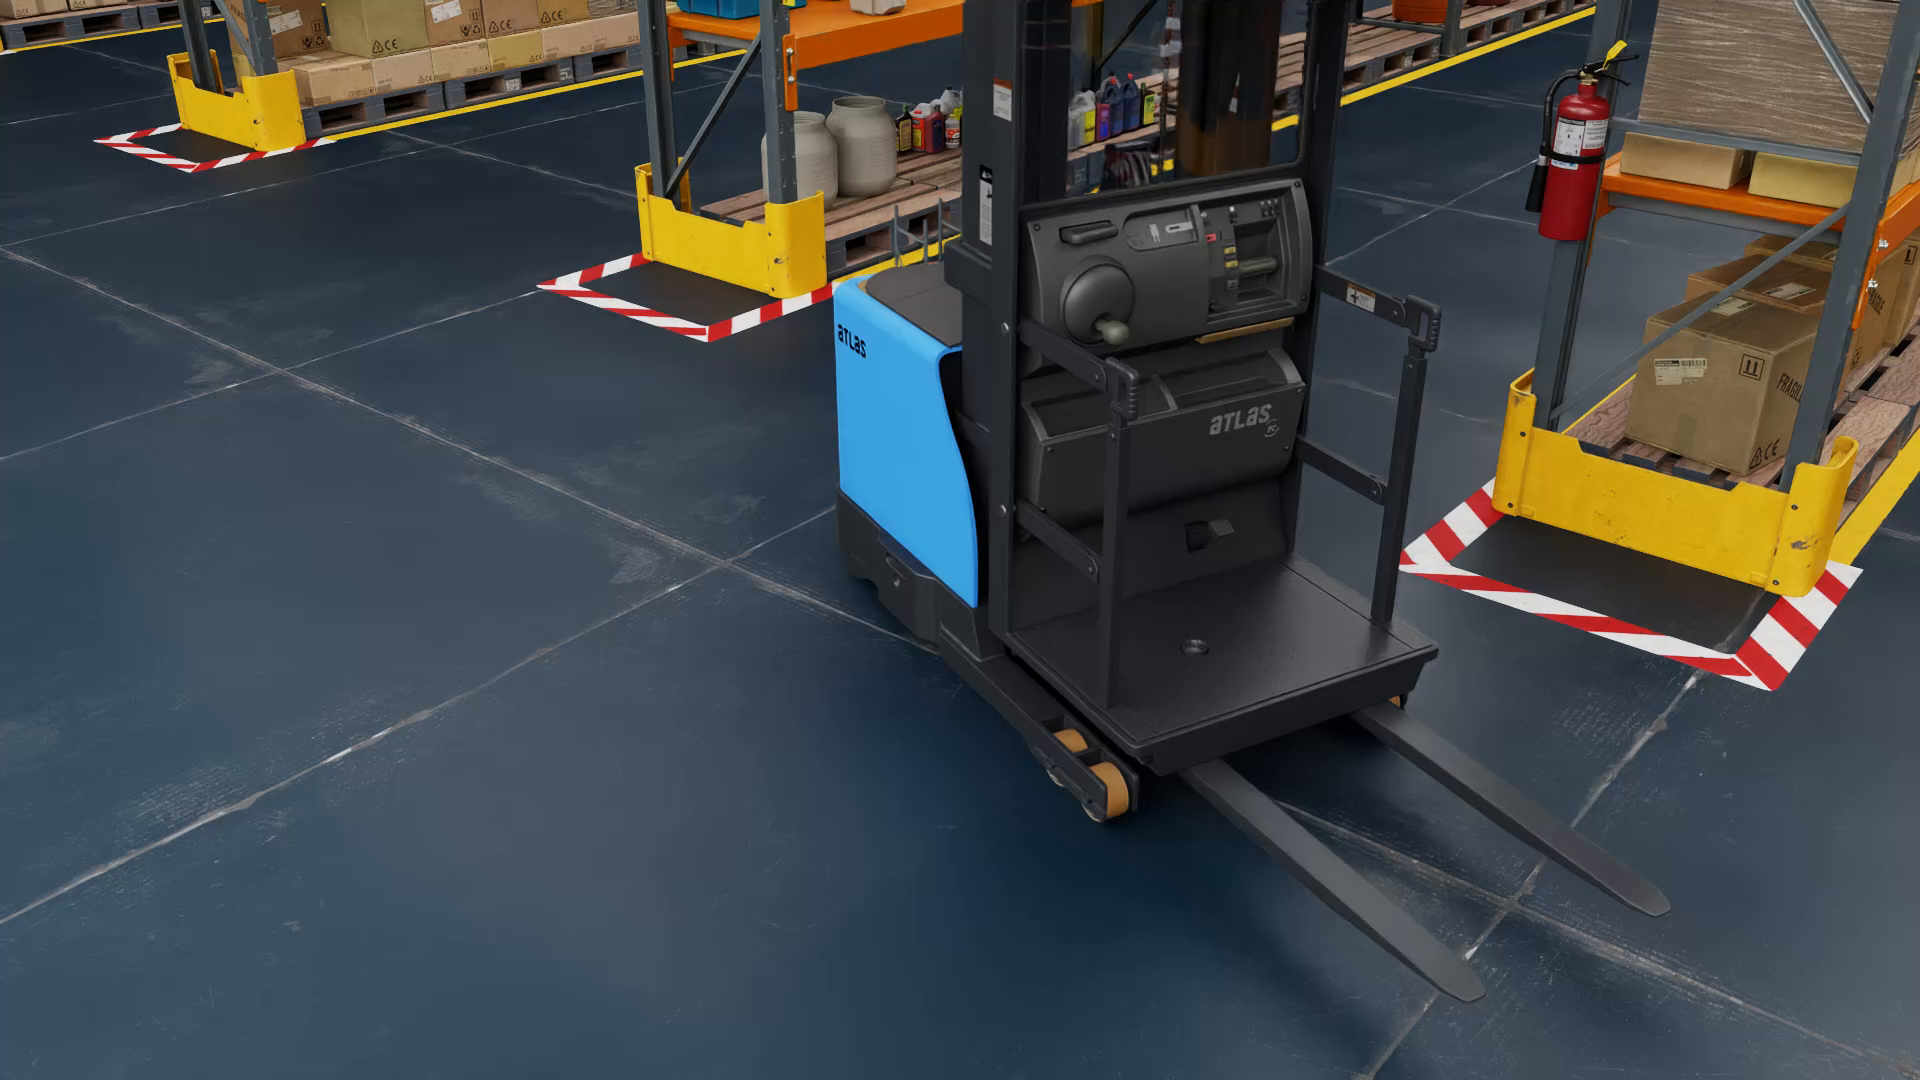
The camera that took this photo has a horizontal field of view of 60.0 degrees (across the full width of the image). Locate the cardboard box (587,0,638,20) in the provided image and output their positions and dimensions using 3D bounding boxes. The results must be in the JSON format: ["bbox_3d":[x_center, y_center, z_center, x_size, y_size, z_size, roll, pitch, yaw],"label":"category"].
[{"bbox_3d":[-2.986,-4.534,13.469,0.500,0.500,0.500,21,34,34],"label":"cardboard box"}]

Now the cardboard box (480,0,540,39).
[{"bbox_3d":[-3.608,-4.174,12.773,0.500,0.500,0.500,21,34,34],"label":"cardboard box"}]

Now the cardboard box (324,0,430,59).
[{"bbox_3d":[-4.247,-3.821,12.091,0.500,0.500,0.500,21,34,34],"label":"cardboard box"}]

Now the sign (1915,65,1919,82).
[{"bbox_3d":[2.984,-1.549,5.038,0.100,0.325,0.005,21,34,34],"label":"sign"}]

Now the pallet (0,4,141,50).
[{"bbox_3d":[-8.309,-4.732,15.168,1.003,0.211,1.213,21,34,34],"label":"pallet"}]

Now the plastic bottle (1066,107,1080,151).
[{"bbox_3d":[0.666,-2.623,10.541,0.152,0.276,0.135,21,34,35],"label":"plastic bottle"}]

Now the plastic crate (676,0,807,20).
[{"bbox_3d":[-1.169,-2.970,8.887,0.499,0.251,0.616,21,34,34],"label":"plastic crate"}]

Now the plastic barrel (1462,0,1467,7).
[{"bbox_3d":[4.420,-5.093,15.082,0.421,0.512,0.421,0,27,0],"label":"plastic barrel"}]

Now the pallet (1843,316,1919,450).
[{"bbox_3d":[3.934,-0.820,7.605,1.003,0.211,1.213,21,34,34],"label":"pallet"}]

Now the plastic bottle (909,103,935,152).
[{"bbox_3d":[-0.245,-2.617,10.530,0.152,0.276,0.135,21,34,35],"label":"plastic bottle"}]

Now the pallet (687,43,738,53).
[{"bbox_3d":[-2.094,-4.672,15.051,1.003,0.211,1.213,21,34,34],"label":"pallet"}]

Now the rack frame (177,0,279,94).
[{"bbox_3d":[-5.077,-4.220,11.142,1.000,3.000,0.127,21,34,34],"label":"rack frame"}]

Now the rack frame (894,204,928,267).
[{"bbox_3d":[-0.175,-0.625,6.150,0.006,1.200,0.240,-15,31,-26],"label":"rack frame"}]

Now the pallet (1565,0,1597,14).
[{"bbox_3d":[5.853,-5.525,16.701,1.003,0.211,1.213,21,34,34],"label":"pallet"}]

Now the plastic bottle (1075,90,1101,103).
[{"bbox_3d":[0.848,-2.828,10.938,0.152,0.276,0.135,21,34,34],"label":"plastic bottle"}]

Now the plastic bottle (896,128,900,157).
[{"bbox_3d":[-0.427,-2.502,10.389,0.097,0.201,0.097,0,27,0],"label":"plastic bottle"}]

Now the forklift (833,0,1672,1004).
[{"bbox_3d":[0.707,-0.744,4.498,1.130,2.935,3.031,-14,31,-25],"label":"forklift"}]

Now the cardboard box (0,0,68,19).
[{"bbox_3d":[-8.392,-4.886,14.878,0.500,0.311,0.500,17,32,29],"label":"cardboard box"}]

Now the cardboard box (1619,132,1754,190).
[{"bbox_3d":[2.587,-1.373,5.913,0.380,0.149,0.250,21,34,34],"label":"cardboard box"}]

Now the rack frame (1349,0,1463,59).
[{"bbox_3d":[3.832,-5.607,13.824,1.000,3.000,0.127,21,34,34],"label":"rack frame"}]

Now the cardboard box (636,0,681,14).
[{"bbox_3d":[-2.659,-4.375,13.978,0.500,0.250,0.500,21,34,34],"label":"cardboard box"}]

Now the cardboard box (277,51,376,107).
[{"bbox_3d":[-4.564,-3.310,11.919,0.500,0.250,0.500,21,34,34],"label":"cardboard box"}]

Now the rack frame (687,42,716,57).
[{"bbox_3d":[-2.532,-5.638,13.884,1.000,3.000,0.127,21,34,34],"label":"rack frame"}]

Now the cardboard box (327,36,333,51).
[{"bbox_3d":[-4.655,-3.642,12.561,0.500,0.250,0.500,21,34,34],"label":"cardboard box"}]

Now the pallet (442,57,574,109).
[{"bbox_3d":[-3.846,-3.695,13.163,1.003,0.211,1.213,21,34,34],"label":"pallet"}]

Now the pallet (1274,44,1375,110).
[{"bbox_3d":[2.533,-3.675,13.123,1.003,0.211,1.213,21,34,34],"label":"pallet"}]

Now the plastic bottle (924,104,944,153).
[{"bbox_3d":[-0.163,-2.589,10.468,0.061,0.283,0.133,21,34,34],"label":"plastic bottle"}]

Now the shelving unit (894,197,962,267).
[{"bbox_3d":[-0.096,-0.645,6.191,0.189,1.200,0.258,-15,31,-26],"label":"shelving unit"}]

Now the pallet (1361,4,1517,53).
[{"bbox_3d":[4.301,-4.660,15.029,1.003,0.211,1.213,21,34,34],"label":"pallet"}]

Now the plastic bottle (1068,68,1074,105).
[{"bbox_3d":[0.747,-3.188,11.638,0.097,0.271,0.097,0,27,0],"label":"plastic bottle"}]

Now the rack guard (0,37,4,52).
[{"bbox_3d":[-8.853,-4.583,14.565,1.175,0.500,0.348,21,34,34],"label":"rack guard"}]

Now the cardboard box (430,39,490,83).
[{"bbox_3d":[-3.930,-3.666,12.606,0.500,0.250,0.500,21,34,34],"label":"cardboard box"}]

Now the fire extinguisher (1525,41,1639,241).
[{"bbox_3d":[2.137,-1.383,5.743,0.296,0.674,0.183,21,34,34],"label":"fire extinguisher"}]

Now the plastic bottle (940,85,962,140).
[{"bbox_3d":[-0.055,-2.759,10.723,0.144,0.351,0.185,22,35,36],"label":"plastic bottle"}]

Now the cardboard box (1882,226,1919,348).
[{"bbox_3d":[4.131,-1.239,7.644,0.500,0.500,0.500,17,32,30],"label":"cardboard box"}]

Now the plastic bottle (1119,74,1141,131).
[{"bbox_3d":[1.100,-2.895,10.986,0.144,0.351,0.185,20,33,33],"label":"plastic bottle"}]

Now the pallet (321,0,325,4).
[{"bbox_3d":[-6.757,-5.597,16.840,1.003,0.211,1.213,21,34,34],"label":"pallet"}]

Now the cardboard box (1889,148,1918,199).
[{"bbox_3d":[3.104,-1.326,5.822,0.380,0.149,0.250,21,34,34],"label":"cardboard box"}]

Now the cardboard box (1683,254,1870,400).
[{"bbox_3d":[3.329,-0.838,6.868,0.500,0.500,0.500,-18,32,-31],"label":"cardboard box"}]

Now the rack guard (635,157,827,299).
[{"bbox_3d":[-1.245,-1.701,8.994,1.175,0.500,0.348,21,34,34],"label":"rack guard"}]

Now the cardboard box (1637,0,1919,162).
[{"bbox_3d":[2.936,-1.687,5.813,0.875,0.500,0.500,21,34,34],"label":"cardboard box"}]

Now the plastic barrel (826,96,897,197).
[{"bbox_3d":[-0.578,-2.286,9.654,0.421,0.512,0.421,0,27,0],"label":"plastic barrel"}]

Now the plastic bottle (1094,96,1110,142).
[{"bbox_3d":[0.907,-2.727,10.735,0.061,0.283,0.133,23,35,38],"label":"plastic bottle"}]

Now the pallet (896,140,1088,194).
[{"bbox_3d":[0.052,-2.290,10.447,1.003,0.211,1.213,21,34,34],"label":"pallet"}]

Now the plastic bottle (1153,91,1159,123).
[{"bbox_3d":[1.297,-2.922,11.200,0.097,0.201,0.097,0,27,0],"label":"plastic bottle"}]

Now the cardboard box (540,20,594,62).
[{"bbox_3d":[-3.291,-4.019,13.289,0.500,0.250,0.500,21,34,34],"label":"cardboard box"}]

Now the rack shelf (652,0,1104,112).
[{"bbox_3d":[0.015,-3.160,9.877,1.077,0.370,4.000,21,34,34],"label":"rack shelf"}]

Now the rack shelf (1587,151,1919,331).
[{"bbox_3d":[3.837,-1.713,7.079,1.077,0.370,4.000,21,34,34],"label":"rack shelf"}]
